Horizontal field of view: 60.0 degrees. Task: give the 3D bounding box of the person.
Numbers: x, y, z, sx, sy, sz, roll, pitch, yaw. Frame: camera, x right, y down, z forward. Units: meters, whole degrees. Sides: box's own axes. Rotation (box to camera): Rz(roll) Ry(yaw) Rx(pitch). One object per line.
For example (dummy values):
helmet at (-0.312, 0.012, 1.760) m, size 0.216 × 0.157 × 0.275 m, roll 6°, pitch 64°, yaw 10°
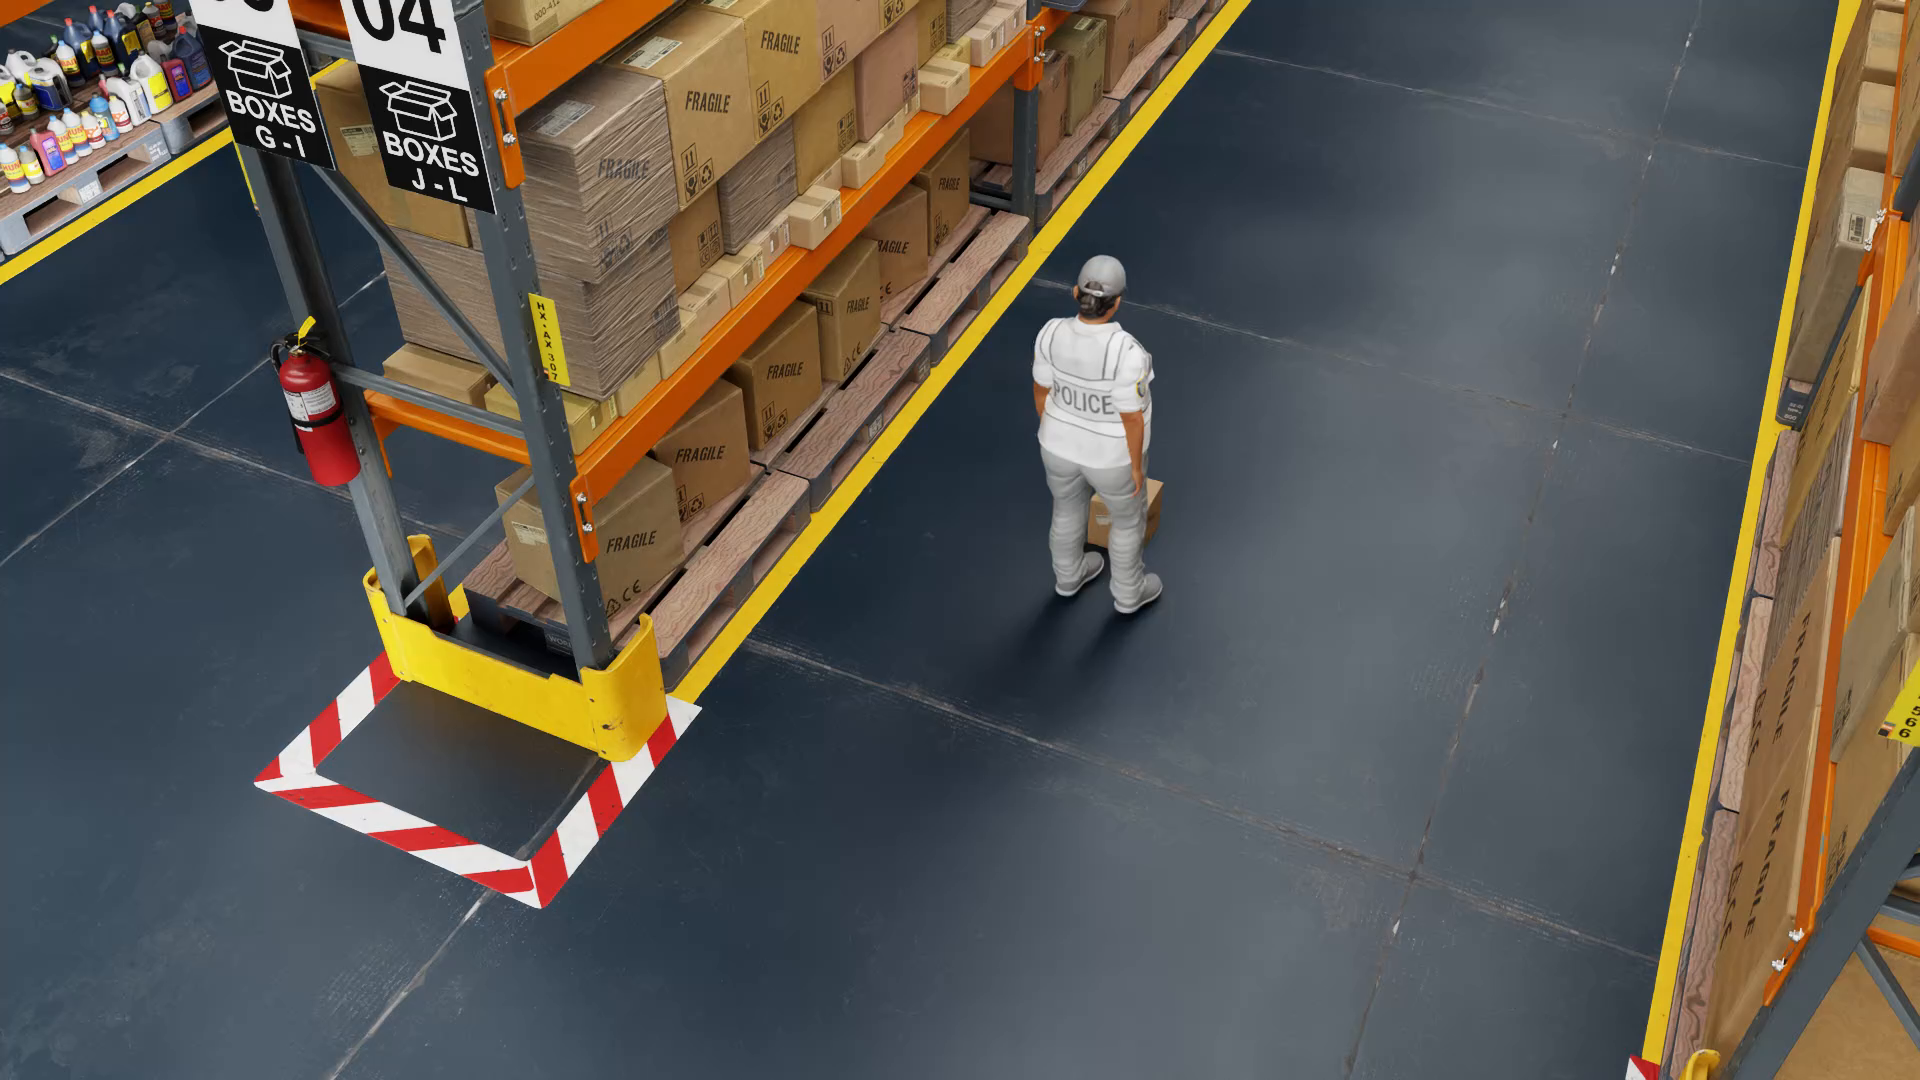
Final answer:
person at (0.552, -0.380, 6.562) m, size 0.530 × 1.670 × 0.465 m, roll 21°, pitch 46°, yaw 22°
